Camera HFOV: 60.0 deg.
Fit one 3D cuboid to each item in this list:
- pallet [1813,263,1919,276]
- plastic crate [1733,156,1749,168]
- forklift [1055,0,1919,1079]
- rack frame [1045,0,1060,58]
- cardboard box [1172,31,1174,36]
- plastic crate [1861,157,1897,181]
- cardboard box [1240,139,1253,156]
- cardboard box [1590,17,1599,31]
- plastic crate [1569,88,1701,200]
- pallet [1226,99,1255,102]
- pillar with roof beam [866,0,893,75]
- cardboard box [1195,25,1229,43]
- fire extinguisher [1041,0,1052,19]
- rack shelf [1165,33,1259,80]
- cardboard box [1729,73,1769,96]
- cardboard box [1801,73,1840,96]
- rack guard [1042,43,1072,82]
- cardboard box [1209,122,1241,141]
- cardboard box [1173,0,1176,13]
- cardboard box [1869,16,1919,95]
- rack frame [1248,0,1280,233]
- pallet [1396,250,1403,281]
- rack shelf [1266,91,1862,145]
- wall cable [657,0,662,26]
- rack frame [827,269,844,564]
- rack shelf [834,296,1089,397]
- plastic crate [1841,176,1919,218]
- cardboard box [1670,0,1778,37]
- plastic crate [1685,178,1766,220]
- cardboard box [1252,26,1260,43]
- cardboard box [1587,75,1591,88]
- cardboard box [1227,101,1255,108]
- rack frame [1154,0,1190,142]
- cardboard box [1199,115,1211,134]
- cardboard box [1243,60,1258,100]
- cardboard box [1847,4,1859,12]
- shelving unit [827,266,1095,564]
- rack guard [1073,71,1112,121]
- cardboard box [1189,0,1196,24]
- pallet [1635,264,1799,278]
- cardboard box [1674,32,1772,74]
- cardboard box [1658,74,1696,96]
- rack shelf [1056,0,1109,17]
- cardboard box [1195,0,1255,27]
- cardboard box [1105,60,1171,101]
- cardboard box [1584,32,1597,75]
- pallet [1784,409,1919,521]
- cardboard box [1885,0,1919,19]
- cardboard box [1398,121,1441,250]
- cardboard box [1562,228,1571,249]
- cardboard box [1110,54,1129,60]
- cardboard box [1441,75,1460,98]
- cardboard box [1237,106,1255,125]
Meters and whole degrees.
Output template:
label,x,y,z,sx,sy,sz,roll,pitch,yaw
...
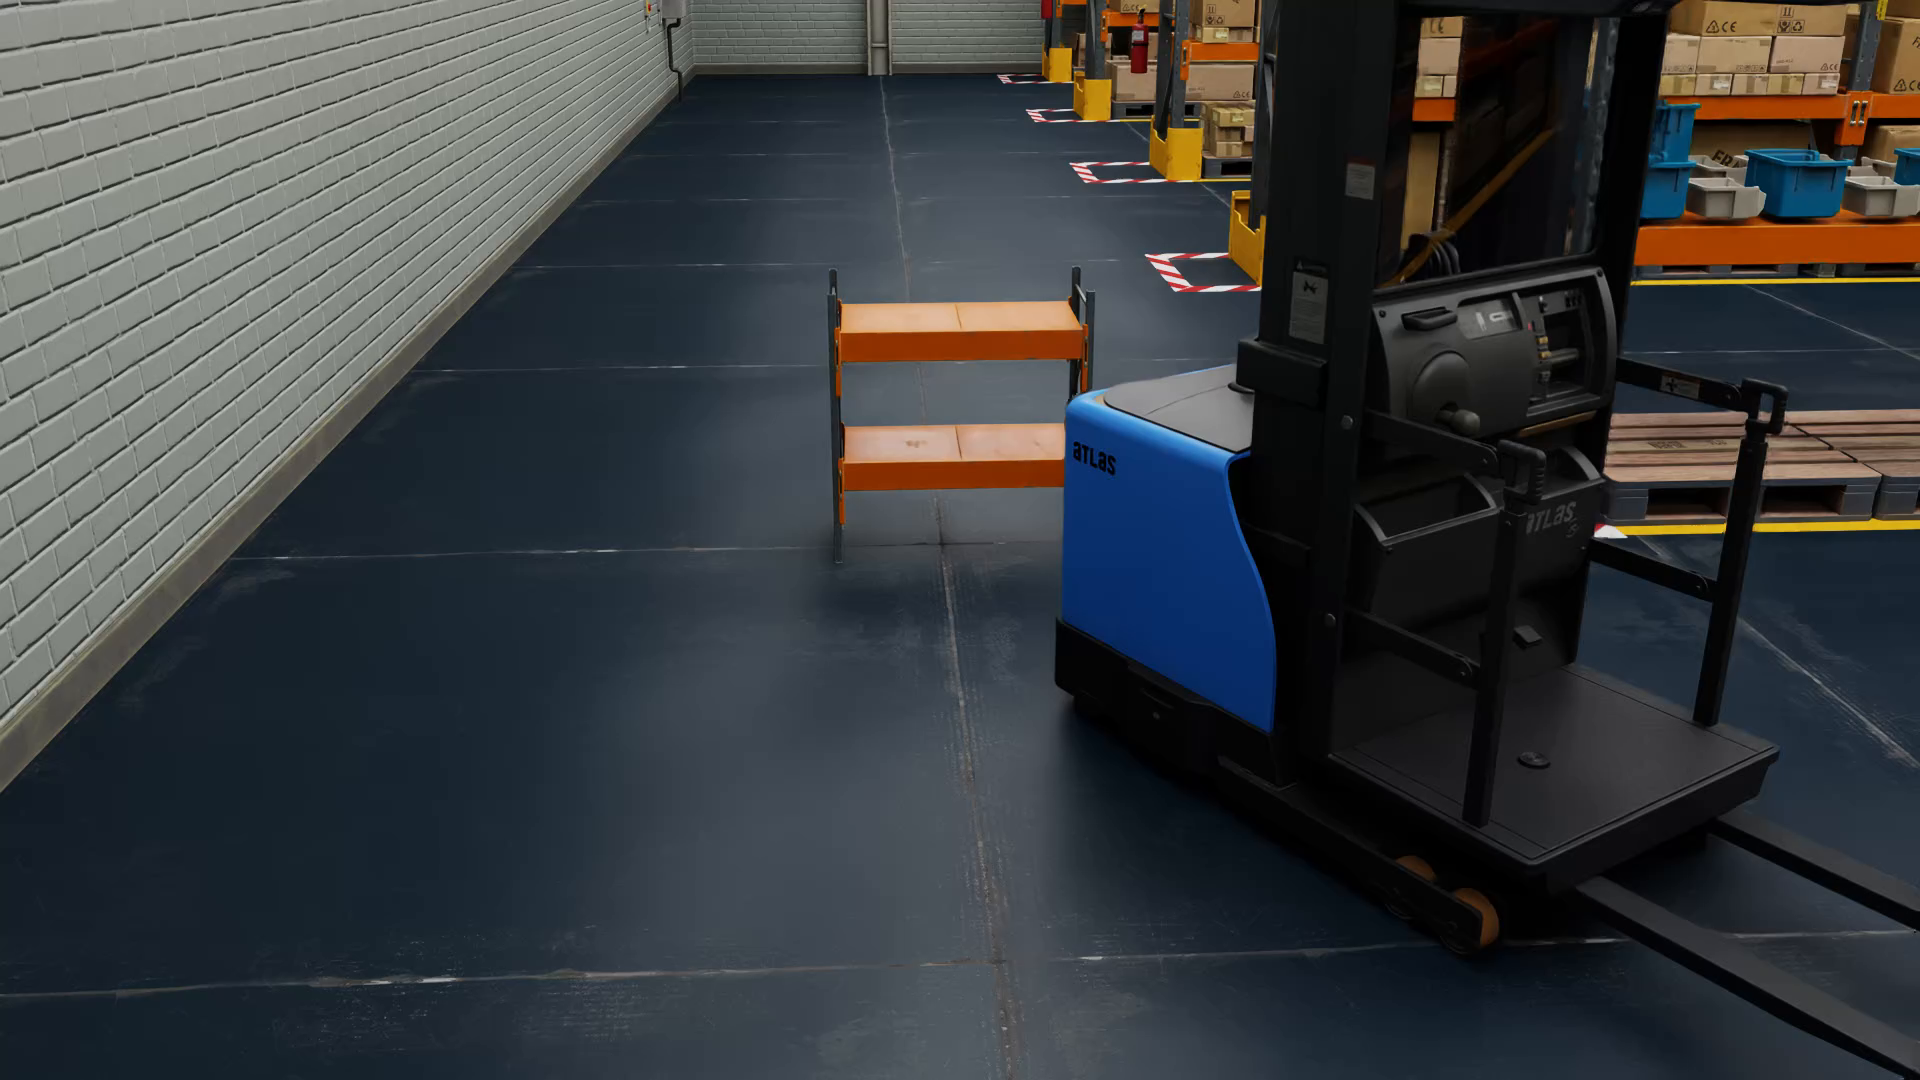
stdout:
label,x,y,z,sx,sy,sz,roll,pitch,yaw
pallet,7.059,-2.227,12.674,1.213,0.211,1.003,-1,21,-3
plastic crate,3.676,-1.634,7.482,0.243,0.136,0.396,-1,21,-3
forklift,1.567,-0.492,4.294,1.130,2.935,3.031,-14,25,-32
rack frame,1.447,-8.690,25.730,0.127,3.000,1.000,-1,21,-3
cardboard box,3.452,-7.676,25.989,0.500,0.500,0.500,-1,21,-2
plastic crate,4.247,-1.661,7.553,0.250,0.136,0.298,-1,21,-3
cardboard box,2.915,-3.966,16.738,0.250,0.149,0.380,-1,21,-3
cardboard box,4.789,-3.969,12.069,0.500,0.500,0.500,-2,21,-5
plastic crate,2.906,-1.765,7.407,0.499,0.435,0.616,-1,21,-3
pallet,3.743,-5.691,21.773,1.213,0.211,1.003,-1,21,-3
pillar with roof beam,-1.051,-10.230,21.343,0.400,9.000,9.100,-1,21,-3
cardboard box,2.459,-4.943,16.242,0.250,0.149,0.380,-1,21,-3
fire extinguisher,1.326,-8.313,25.372,0.183,0.674,0.296,-1,21,-3
rack shelf,4.114,-4.875,16.721,4.000,0.370,1.077,-1,21,-3
cardboard box,5.494,-3.237,11.762,0.250,0.149,0.380,-2,21,-4
cardboard box,6.007,-3.248,11.789,0.250,0.149,0.380,-1,21,-3
rack guard,1.522,-7.523,26.179,0.348,0.500,1.175,-1,21,-3
cardboard box,2.655,-4.093,16.654,0.250,0.149,0.380,0,21,-1
cardboard box,2.733,-6.902,20.892,0.500,0.500,0.500,-1,21,-4
cardboard box,6.766,-3.455,11.840,0.500,0.500,0.500,-1,21,-3
rack frame,2.299,-3.407,11.853,0.127,3.000,1.000,-1,21,-3
pallet,3.093,-2.147,12.465,1.213,0.211,1.003,-1,21,-3
rack shelf,4.296,-3.111,12.088,4.000,0.370,1.077,-1,21,-3
wall cable,-3.987,-7.783,21.919,0.122,1.984,0.588,-1,21,-3
rack frame,-0.514,-0.515,6.893,0.032,1.125,0.500,-1,21,-3
rack shelf,-0.007,-0.799,6.816,1.000,0.278,0.538,-1,21,-3
plastic crate,3.850,-1.431,6.950,0.298,0.136,0.250,-1,21,-3
cardboard box,5.349,-3.794,11.610,0.500,0.500,0.500,-1,21,-2
plastic crate,3.172,-1.417,6.914,0.298,0.136,0.250,-1,21,-3
cardboard box,2.983,-4.950,16.259,0.250,0.149,0.380,-2,21,-5
cardboard box,4.470,-3.217,11.708,0.250,0.149,0.380,-1,21,-2
cardboard box,2.885,-4.398,17.037,0.250,0.149,0.380,-1,21,-2
rack frame,2.117,-5.171,16.486,0.127,3.000,1.000,-1,21,-3
cardboard box,2.628,-4.286,17.160,0.250,0.149,0.380,-2,21,-5
cardboard box,4.200,-6.014,21.712,0.875,0.438,0.875,-2,21,-5
cardboard box,8.615,-5.219,16.376,0.250,0.149,0.380,-2,21,-5
shelving unit,-0.007,-0.526,6.920,1.048,1.125,0.538,-1,21,-3
rack guard,1.710,-5.758,21.543,0.348,0.500,1.175,-1,21,-3
cardboard box,2.551,-5.457,16.680,0.500,0.500,0.500,-1,21,-2
pallet,5.529,-2.197,12.595,1.213,0.211,1.003,-1,21,-3
cardboard box,5.351,-3.443,11.742,0.500,0.250,0.500,-1,21,-1
cardboard box,4.980,-3.227,11.734,0.250,0.149,0.380,-1,21,-2
rack shelf,3.443,-8.395,25.965,4.000,0.370,1.077,-1,21,-3
cardboard box,2.581,-5.267,16.182,0.500,0.500,0.500,0,21,0
cardboard box,2.387,-5.975,21.609,0.875,0.438,0.875,-2,21,-5
cardboard box,4.335,-3.424,11.691,0.500,0.250,0.500,-2,21,-4
pallet,4.623,-0.371,7.798,1.213,0.211,1.003,-1,21,-3
cardboard box,6.930,-4.019,11.912,0.637,0.503,0.797,-2,21,-4
cardboard box,2.934,-2.651,12.265,0.875,0.875,0.875,-1,21,-3
cardboard box,4.731,-2.688,12.361,0.875,0.875,0.875,-1,21,-3
cardboard box,2.489,-7.528,26.094,0.250,0.149,0.380,-2,21,-5
cardboard box,3.445,-3.196,11.653,0.250,0.149,0.380,-1,21,-4
cardboard box,2.928,-4.251,16.651,0.250,0.149,0.380,-1,21,-2
